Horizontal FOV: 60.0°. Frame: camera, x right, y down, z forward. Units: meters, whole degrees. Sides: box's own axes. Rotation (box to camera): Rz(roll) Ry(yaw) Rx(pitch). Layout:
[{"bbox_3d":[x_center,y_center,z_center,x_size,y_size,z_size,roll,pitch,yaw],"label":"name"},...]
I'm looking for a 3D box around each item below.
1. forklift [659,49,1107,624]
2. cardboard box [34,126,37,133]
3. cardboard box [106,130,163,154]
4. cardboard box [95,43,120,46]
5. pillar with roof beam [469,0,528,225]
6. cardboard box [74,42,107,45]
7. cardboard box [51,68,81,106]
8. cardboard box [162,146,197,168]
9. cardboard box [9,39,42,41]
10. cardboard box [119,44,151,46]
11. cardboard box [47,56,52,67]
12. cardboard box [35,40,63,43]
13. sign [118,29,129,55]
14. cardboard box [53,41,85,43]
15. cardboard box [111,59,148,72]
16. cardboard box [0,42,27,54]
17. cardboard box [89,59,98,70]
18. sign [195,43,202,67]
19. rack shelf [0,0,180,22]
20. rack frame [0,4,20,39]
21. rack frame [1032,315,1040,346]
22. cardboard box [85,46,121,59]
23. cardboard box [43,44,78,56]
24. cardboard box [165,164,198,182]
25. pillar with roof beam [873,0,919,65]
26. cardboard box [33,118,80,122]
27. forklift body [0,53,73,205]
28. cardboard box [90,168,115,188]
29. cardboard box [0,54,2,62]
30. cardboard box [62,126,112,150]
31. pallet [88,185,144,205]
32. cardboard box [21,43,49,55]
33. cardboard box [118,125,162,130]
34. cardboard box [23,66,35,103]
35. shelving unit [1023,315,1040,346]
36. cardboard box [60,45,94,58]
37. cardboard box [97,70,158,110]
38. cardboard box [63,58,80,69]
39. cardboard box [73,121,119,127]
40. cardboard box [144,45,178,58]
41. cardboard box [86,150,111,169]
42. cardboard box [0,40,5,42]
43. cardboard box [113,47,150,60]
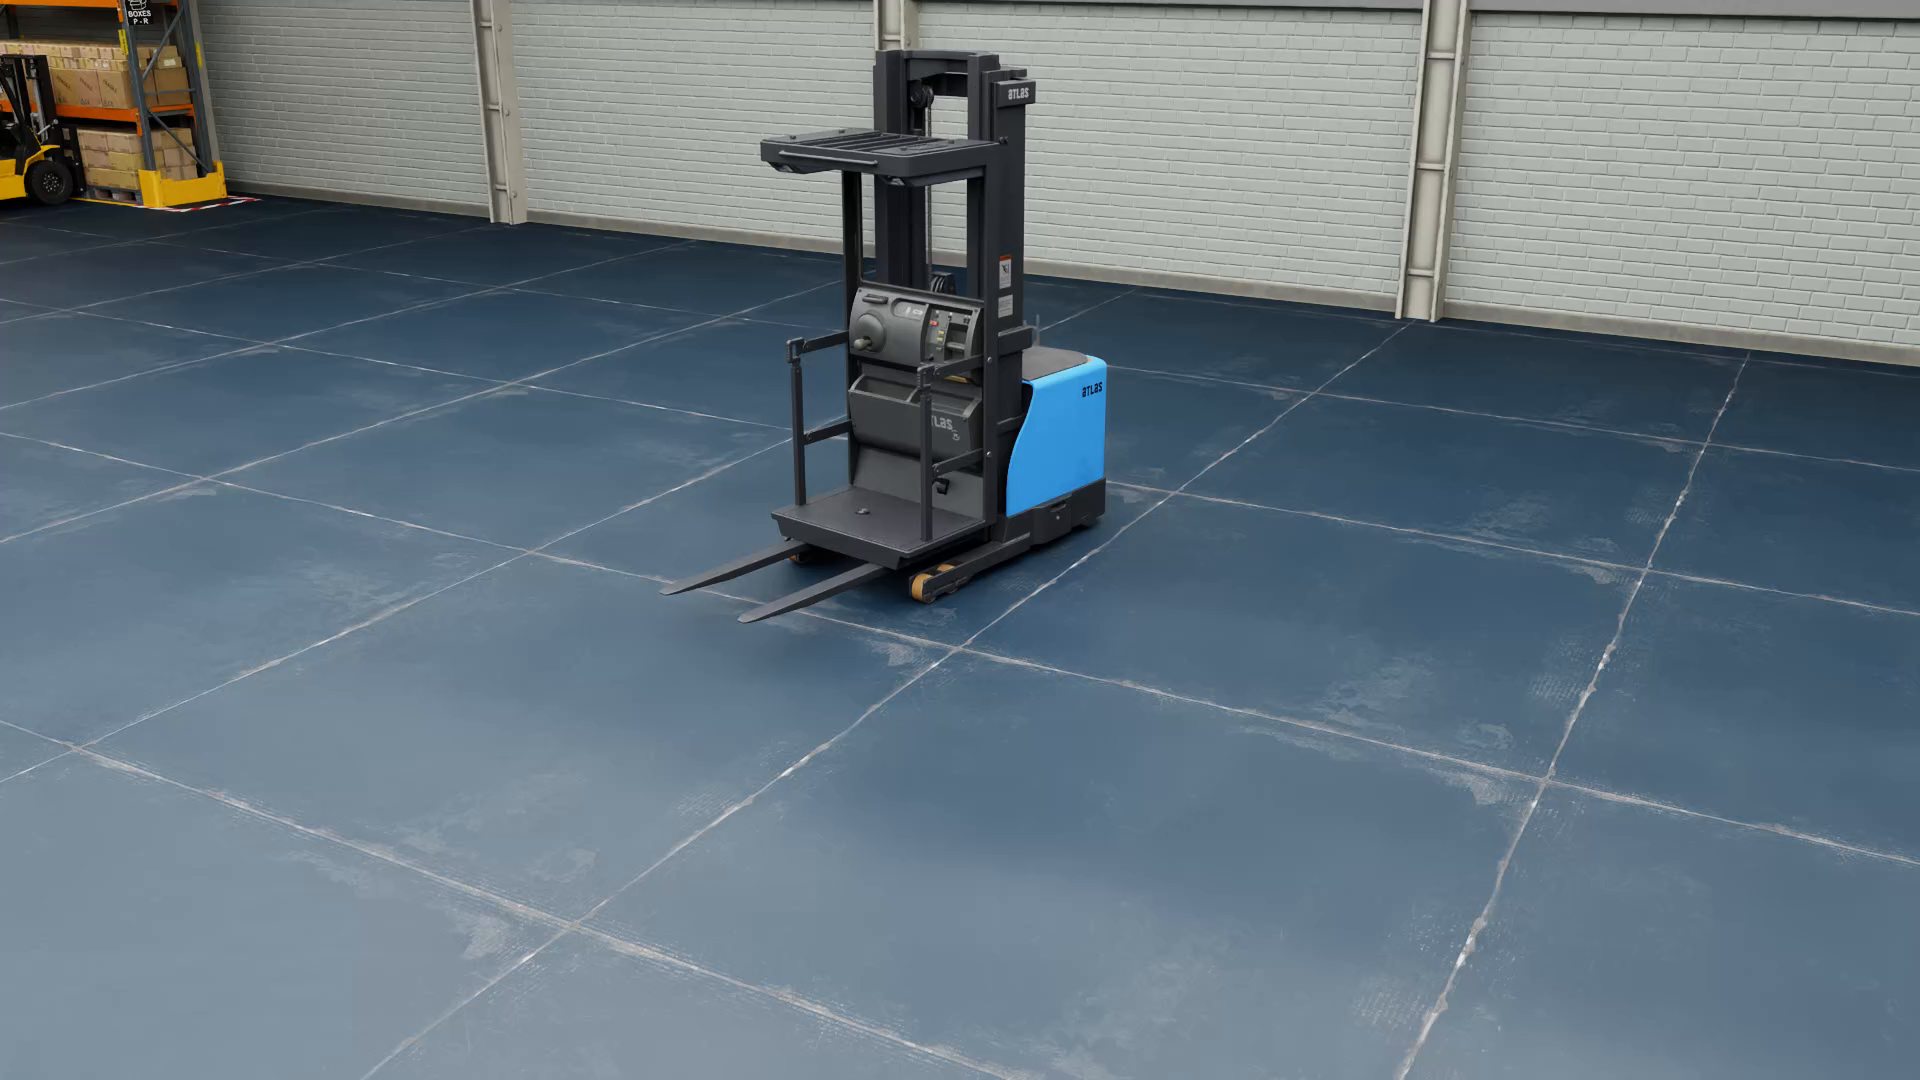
[{"bbox_3d":[-0.399,-1.214,9.413,1.130,2.935,3.031,16,25,37],"label":"forklift"},{"bbox_3d":[-13.351,-5.920,24.238,0.500,0.250,0.500,12,23,29],"label":"cardboard box"},{"bbox_3d":[-11.564,-5.580,23.300,0.500,0.250,0.500,12,23,29],"label":"cardboard box"},{"bbox_3d":[-12.099,-7.008,23.752,0.250,0.149,0.380,12,23,29],"label":"cardboard box"},{"bbox_3d":[-8.039,-7.146,16.870,0.400,9.000,9.100,11,23,27],"label":"pillar with roof beam"},{"bbox_3d":[-12.535,-7.098,24.001,0.250,0.149,0.380,11,23,28],"label":"cardboard box"},{"bbox_3d":[-12.463,-6.446,23.591,0.500,0.500,0.500,10,22,26],"label":"cardboard box"},{"bbox_3d":[-11.319,-5.501,23.816,0.500,0.250,0.500,11,23,28],"label":"cardboard box"},{"bbox_3d":[-13.877,-7.361,24.726,0.250,0.149,0.380,10,22,26],"label":"cardboard box"},{"bbox_3d":[-11.648,-6.926,23.526,0.250,0.149,0.380,11,23,28],"label":"cardboard box"},{"bbox_3d":[-12.755,-6.822,23.676,0.250,0.149,0.380,11,22,27],"label":"cardboard box"},{"bbox_3d":[-13.390,-7.298,24.552,0.250,0.149,0.380,10,22,26],"label":"cardboard box"},{"bbox_3d":[-11.286,-6.718,22.441,0.005,0.325,0.100,11,23,27],"label":"sign"},{"bbox_3d":[-12.973,-7.193,24.261,0.250,0.149,0.380,11,22,27],"label":"cardboard box"},{"bbox_3d":[-11.449,-6.548,22.919,0.250,0.149,0.380,11,23,28],"label":"cardboard box"},{"bbox_3d":[-13.694,-7.107,24.026,0.250,0.149,0.380,11,23,28],"label":"cardboard box"},{"bbox_3d":[-11.883,-6.643,23.181,0.250,0.149,0.380,11,23,28],"label":"cardboard box"},{"bbox_3d":[-10.734,-6.830,23.409,0.005,0.325,0.100,11,23,27],"label":"sign"},{"bbox_3d":[-12.756,-7.626,23.646,4.000,0.370,1.077,11,23,27],"label":"rack shelf"},{"bbox_3d":[-14.502,-6.887,24.952,0.127,3.000,1.000,11,23,27],"label":"rack frame"},{"bbox_3d":[0.418,-0.932,11.174,0.240,1.200,0.006,12,23,29],"label":"rack frame"},{"bbox_3d":[-11.897,-6.777,23.116,0.250,0.149,0.380,11,23,28],"label":"cardboard box"},{"bbox_3d":[-12.767,-6.963,23.629,0.250,0.149,0.380,11,23,28],"label":"cardboard box"},{"bbox_3d":[-11.343,-5.266,23.901,0.500,0.250,0.500,11,23,28],"label":"cardboard box"},{"bbox_3d":[-2.801,-6.149,14.119,0.400,9.000,9.100,11,23,27],"label":"pillar with roof beam"},{"bbox_3d":[-13.528,-6.158,24.892,0.500,0.250,0.500,10,22,27],"label":"cardboard box"},{"bbox_3d":[-13.555,-5.595,22.635,1.214,2.155,2.313,11,23,27],"label":"forklift body"},{"bbox_3d":[-12.003,-5.196,23.707,0.500,0.250,0.500,11,23,27],"label":"cardboard box"},{"bbox_3d":[-13.705,-6.967,24.074,0.250,0.149,0.380,11,23,28],"label":"cardboard box"},{"bbox_3d":[-12.458,-5.744,23.752,0.500,0.250,0.500,11,23,28],"label":"cardboard box"},{"bbox_3d":[-11.698,-5.025,23.909,1.213,0.211,1.003,11,23,27],"label":"pallet"},{"bbox_3d":[-13.205,-7.047,23.858,0.250,0.149,0.380,11,23,27],"label":"cardboard box"},{"bbox_3d":[-11.775,-5.815,23.946,0.500,0.250,0.500,11,23,27],"label":"cardboard box"},{"bbox_3d":[-13.336,-6.617,24.060,0.500,0.500,0.500,11,22,27],"label":"cardboard box"},{"bbox_3d":[0.371,-0.905,11.100,0.258,1.200,0.189,12,23,29],"label":"shelving unit"},{"bbox_3d":[-12.360,-6.851,23.319,0.250,0.149,0.380,11,23,29],"label":"cardboard box"},{"bbox_3d":[-11.567,-6.272,23.111,0.500,0.500,0.500,10,22,26],"label":"cardboard box"},{"bbox_3d":[-12.350,-6.718,23.388,0.250,0.149,0.380,10,22,26],"label":"cardboard box"},{"bbox_3d":[-12.650,-5.988,24.425,0.500,0.250,0.500,10,22,26],"label":"cardboard box"},{"bbox_3d":[-11.199,-6.833,23.269,0.250,0.149,0.380,10,22,26],"label":"cardboard box"},{"bbox_3d":[-12.020,-5.436,23.635,0.500,0.250,0.500,11,22,27],"label":"cardboard box"},{"bbox_3d":[-14.087,-7.226,24.352,0.250,0.149,0.380,11,23,28],"label":"cardboard box"},{"bbox_3d":[-11.425,-6.710,22.931,0.250,0.149,0.380,11,23,27],"label":"cardboard box"}]
